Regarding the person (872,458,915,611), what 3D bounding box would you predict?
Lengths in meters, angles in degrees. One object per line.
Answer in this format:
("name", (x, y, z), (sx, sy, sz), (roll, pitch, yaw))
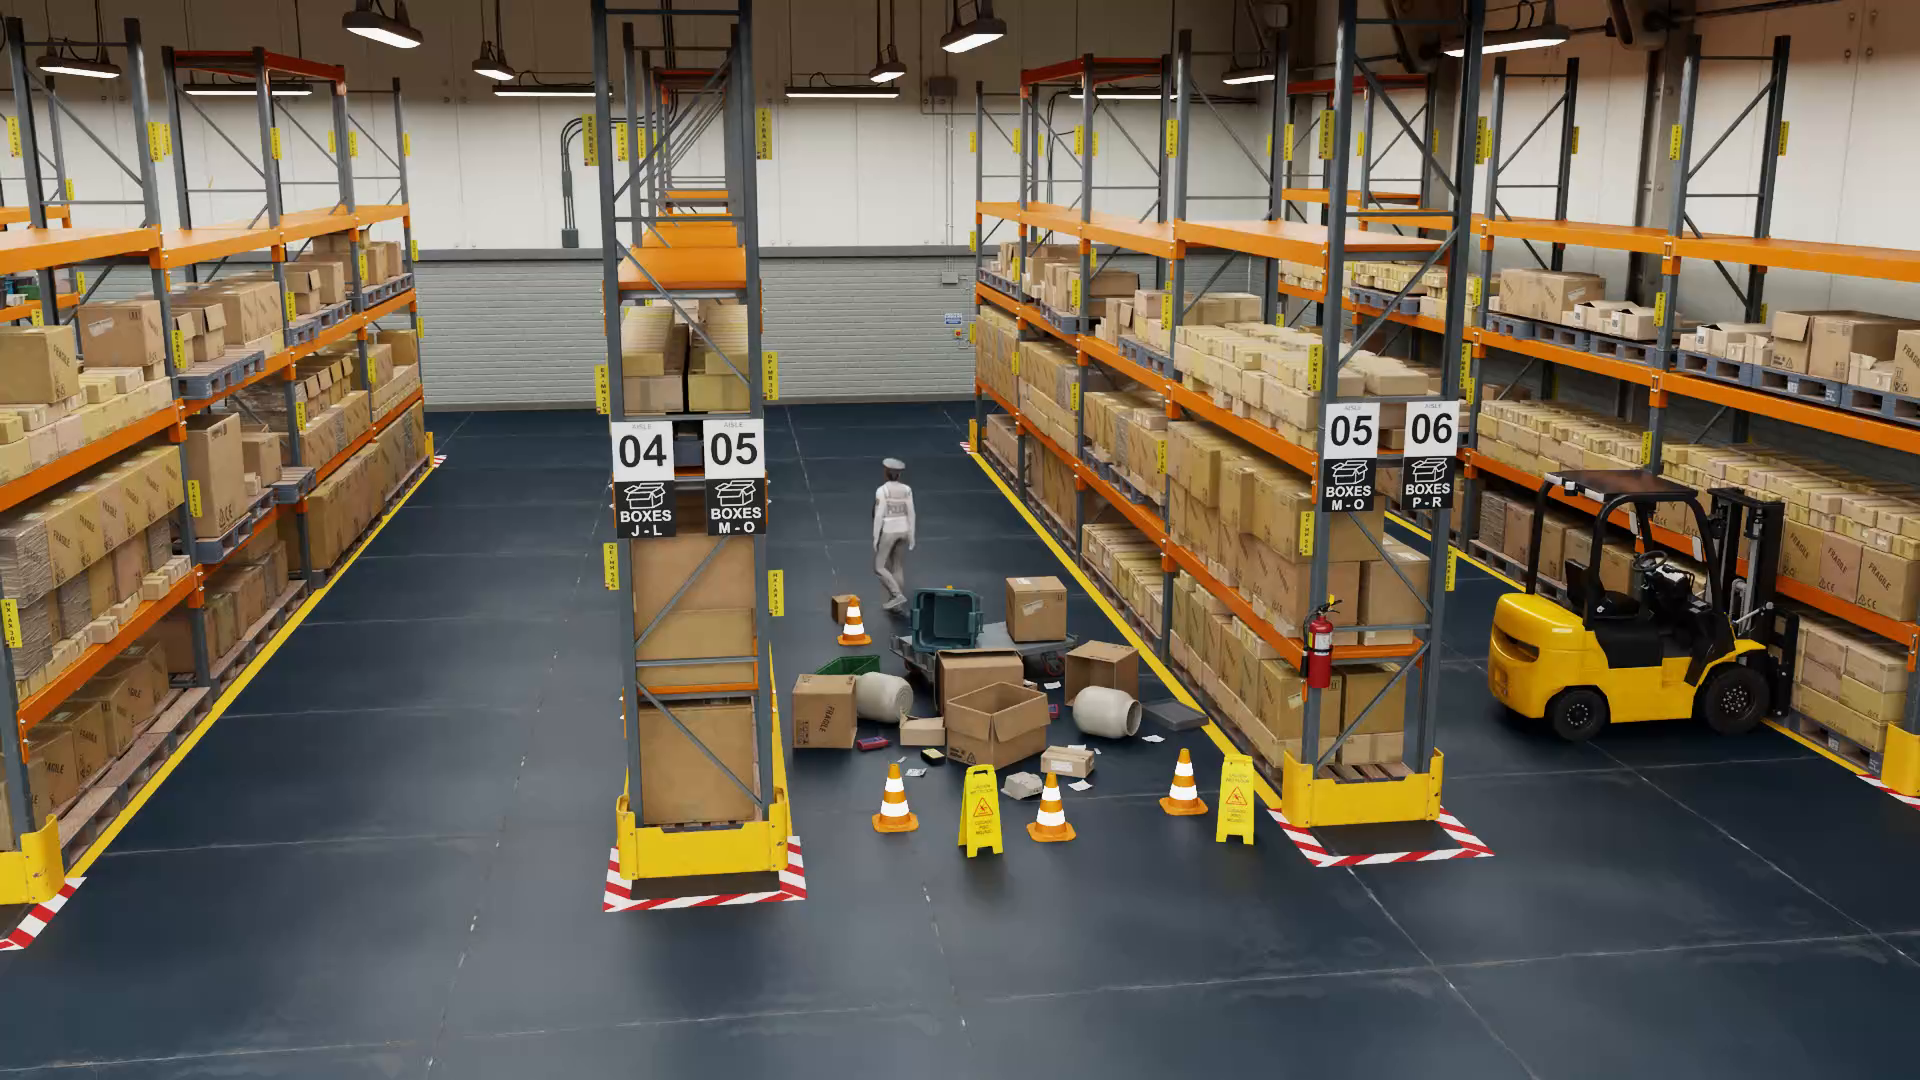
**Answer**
("person", (-0.691, -0.027, 18.074), (0.534, 1.674, 0.537), (-9, 16, -35))
